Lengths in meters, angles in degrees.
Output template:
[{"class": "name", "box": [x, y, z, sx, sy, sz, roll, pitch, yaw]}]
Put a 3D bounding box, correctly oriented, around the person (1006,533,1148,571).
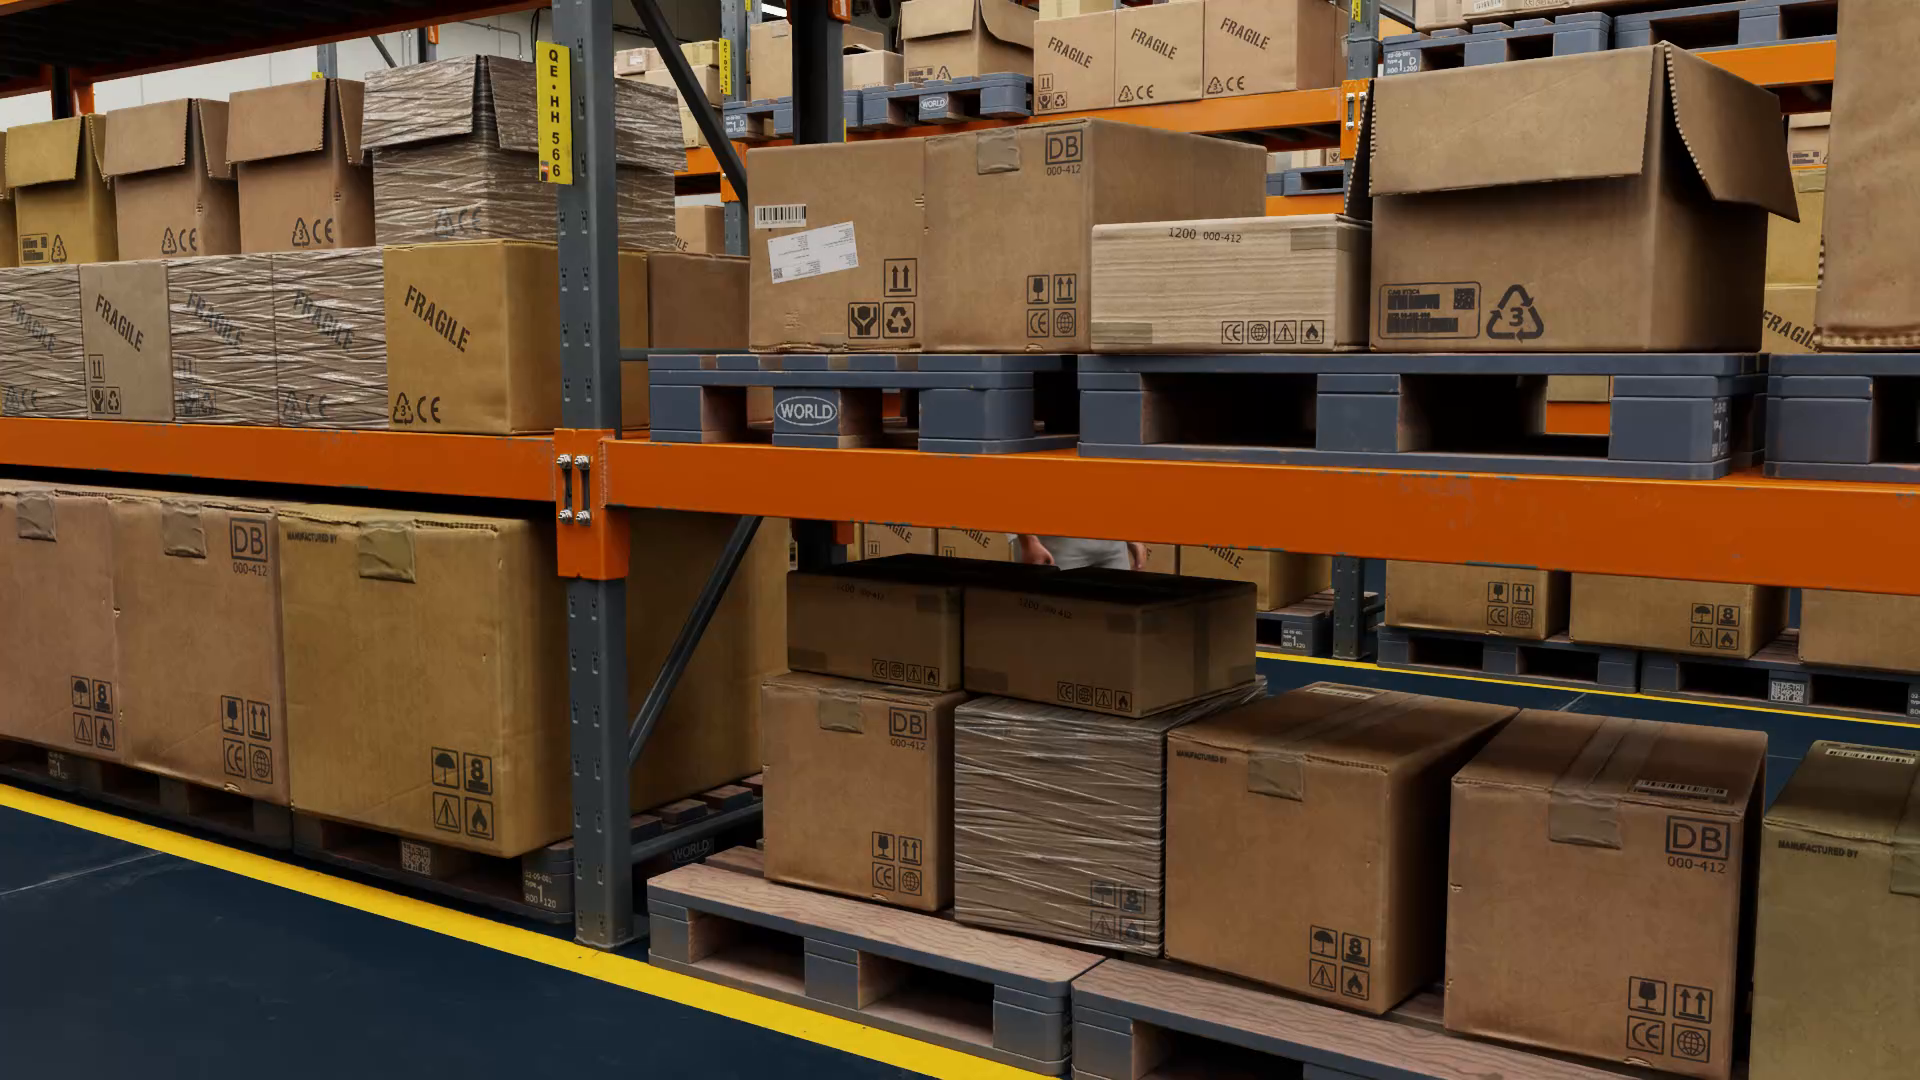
[{"class": "person", "box": [0.390, 0.003, 5.697, 0.606, 1.751, 0.430, -5, 8, -41]}]
